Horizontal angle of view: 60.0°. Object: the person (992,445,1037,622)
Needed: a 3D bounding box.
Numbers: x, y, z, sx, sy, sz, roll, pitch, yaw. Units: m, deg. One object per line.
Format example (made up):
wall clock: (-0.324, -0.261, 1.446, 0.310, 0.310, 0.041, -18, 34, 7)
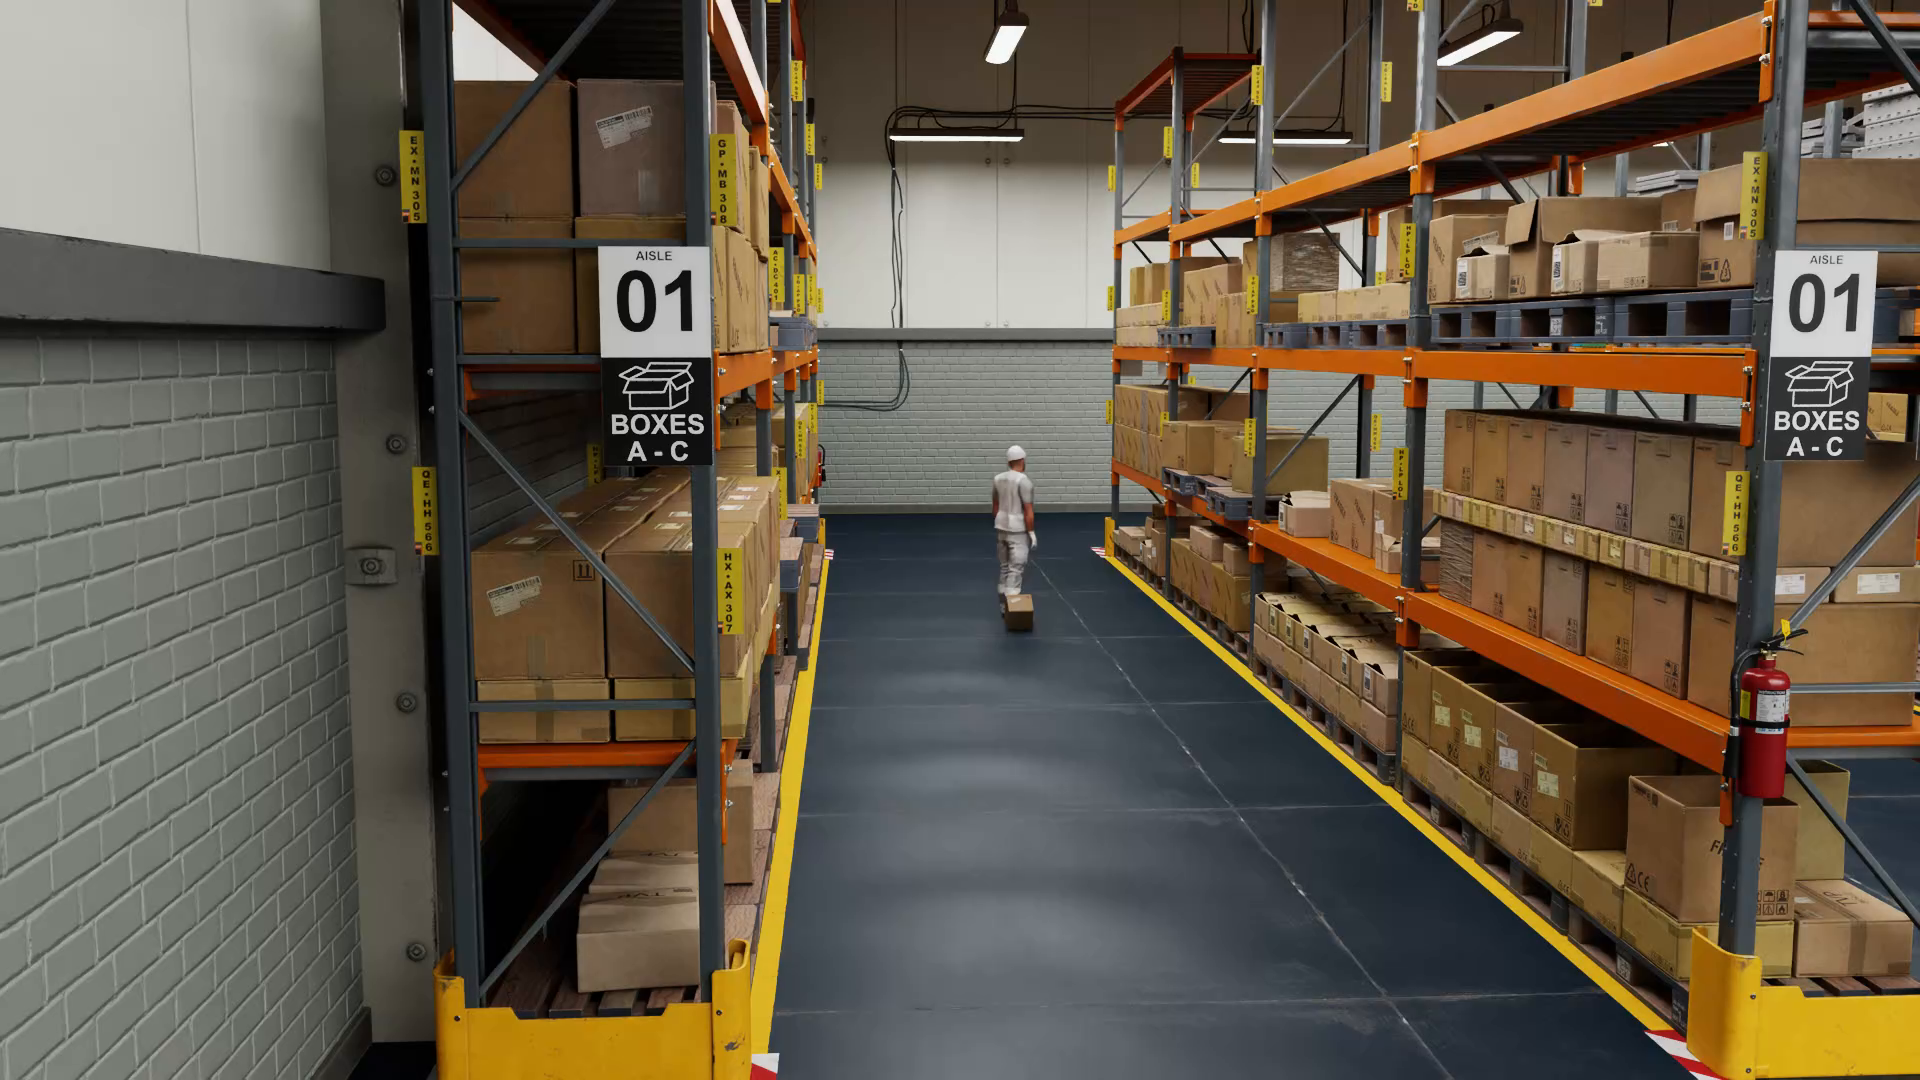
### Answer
person: (0.563, -0.073, 16.995, 0.444, 1.789, 0.606, -5, 8, -37)
